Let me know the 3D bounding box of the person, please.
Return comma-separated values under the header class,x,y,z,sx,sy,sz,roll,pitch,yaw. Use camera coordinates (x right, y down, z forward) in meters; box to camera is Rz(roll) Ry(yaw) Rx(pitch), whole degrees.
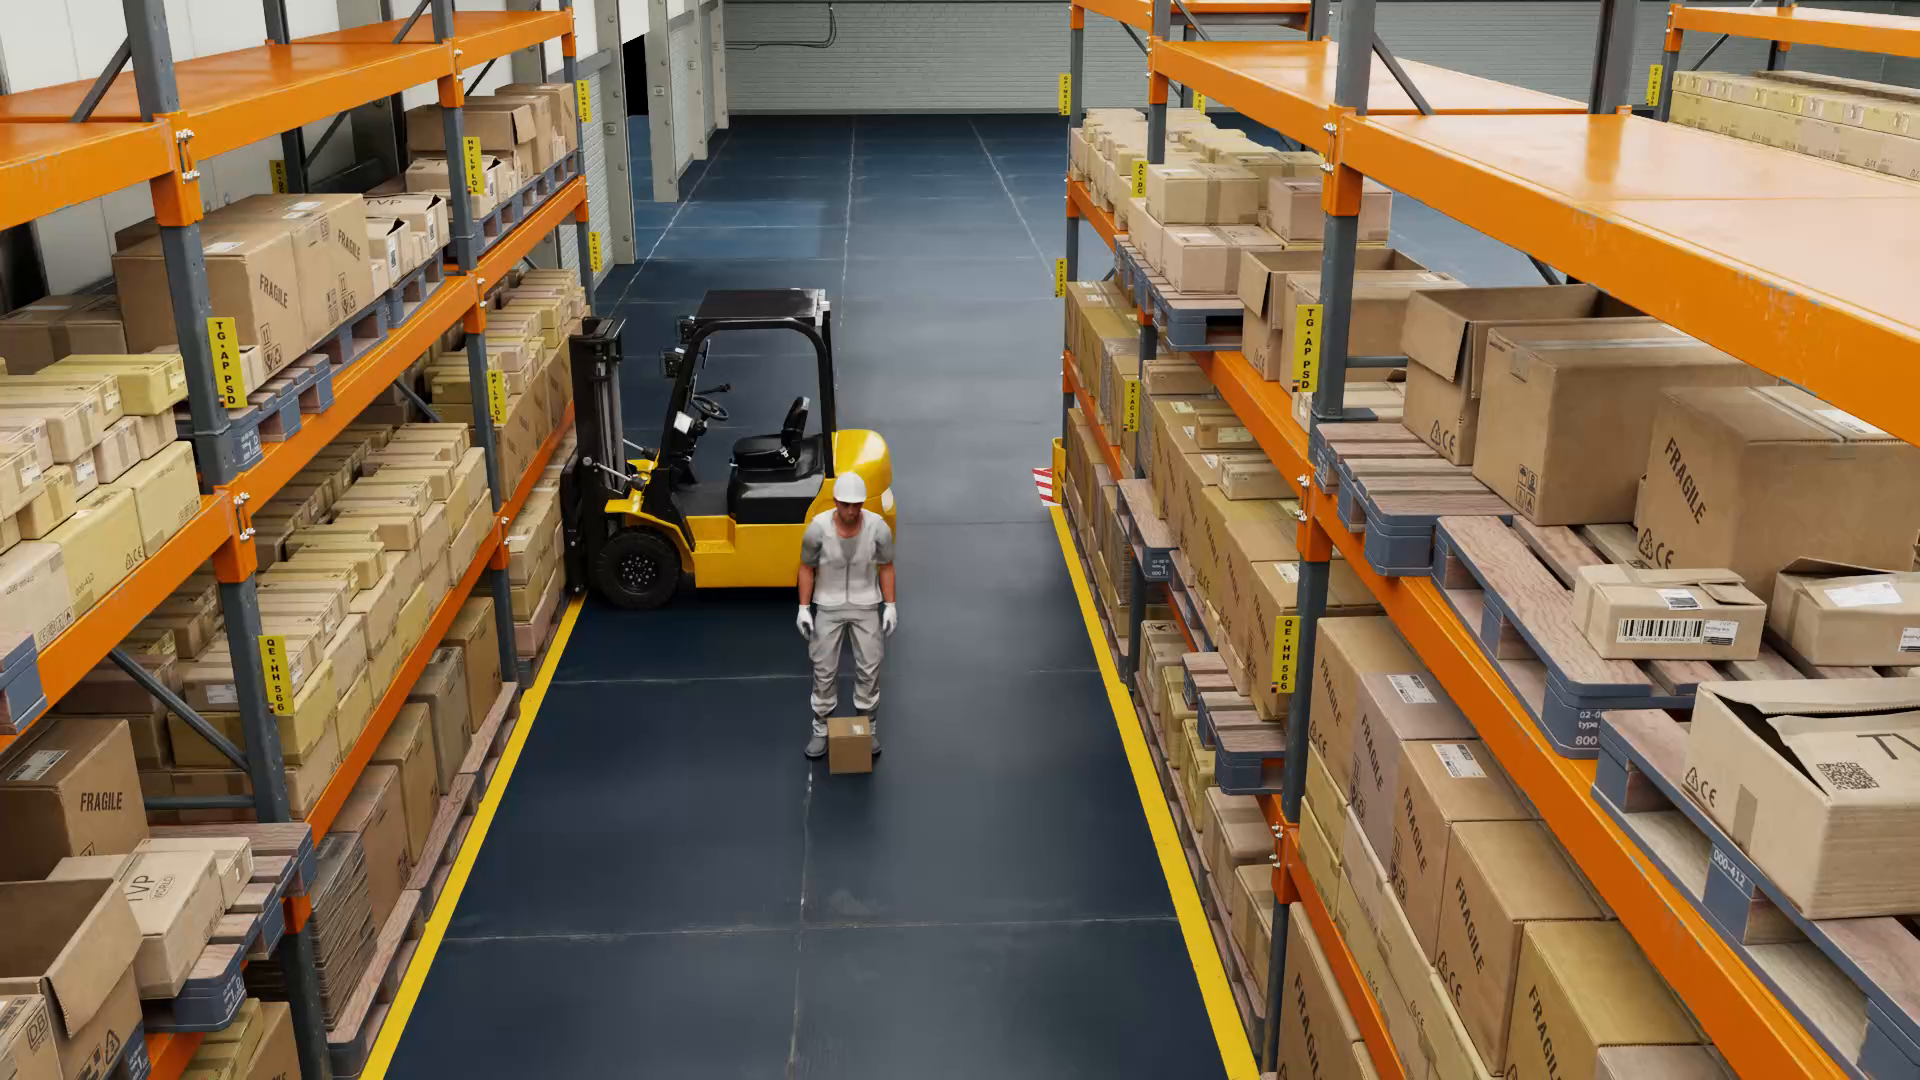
class,x,y,z,sx,sy,sz,roll,pitch,yaw
person,-0.668,0.431,9.883,0.609,1.777,0.453,-2,20,-6
